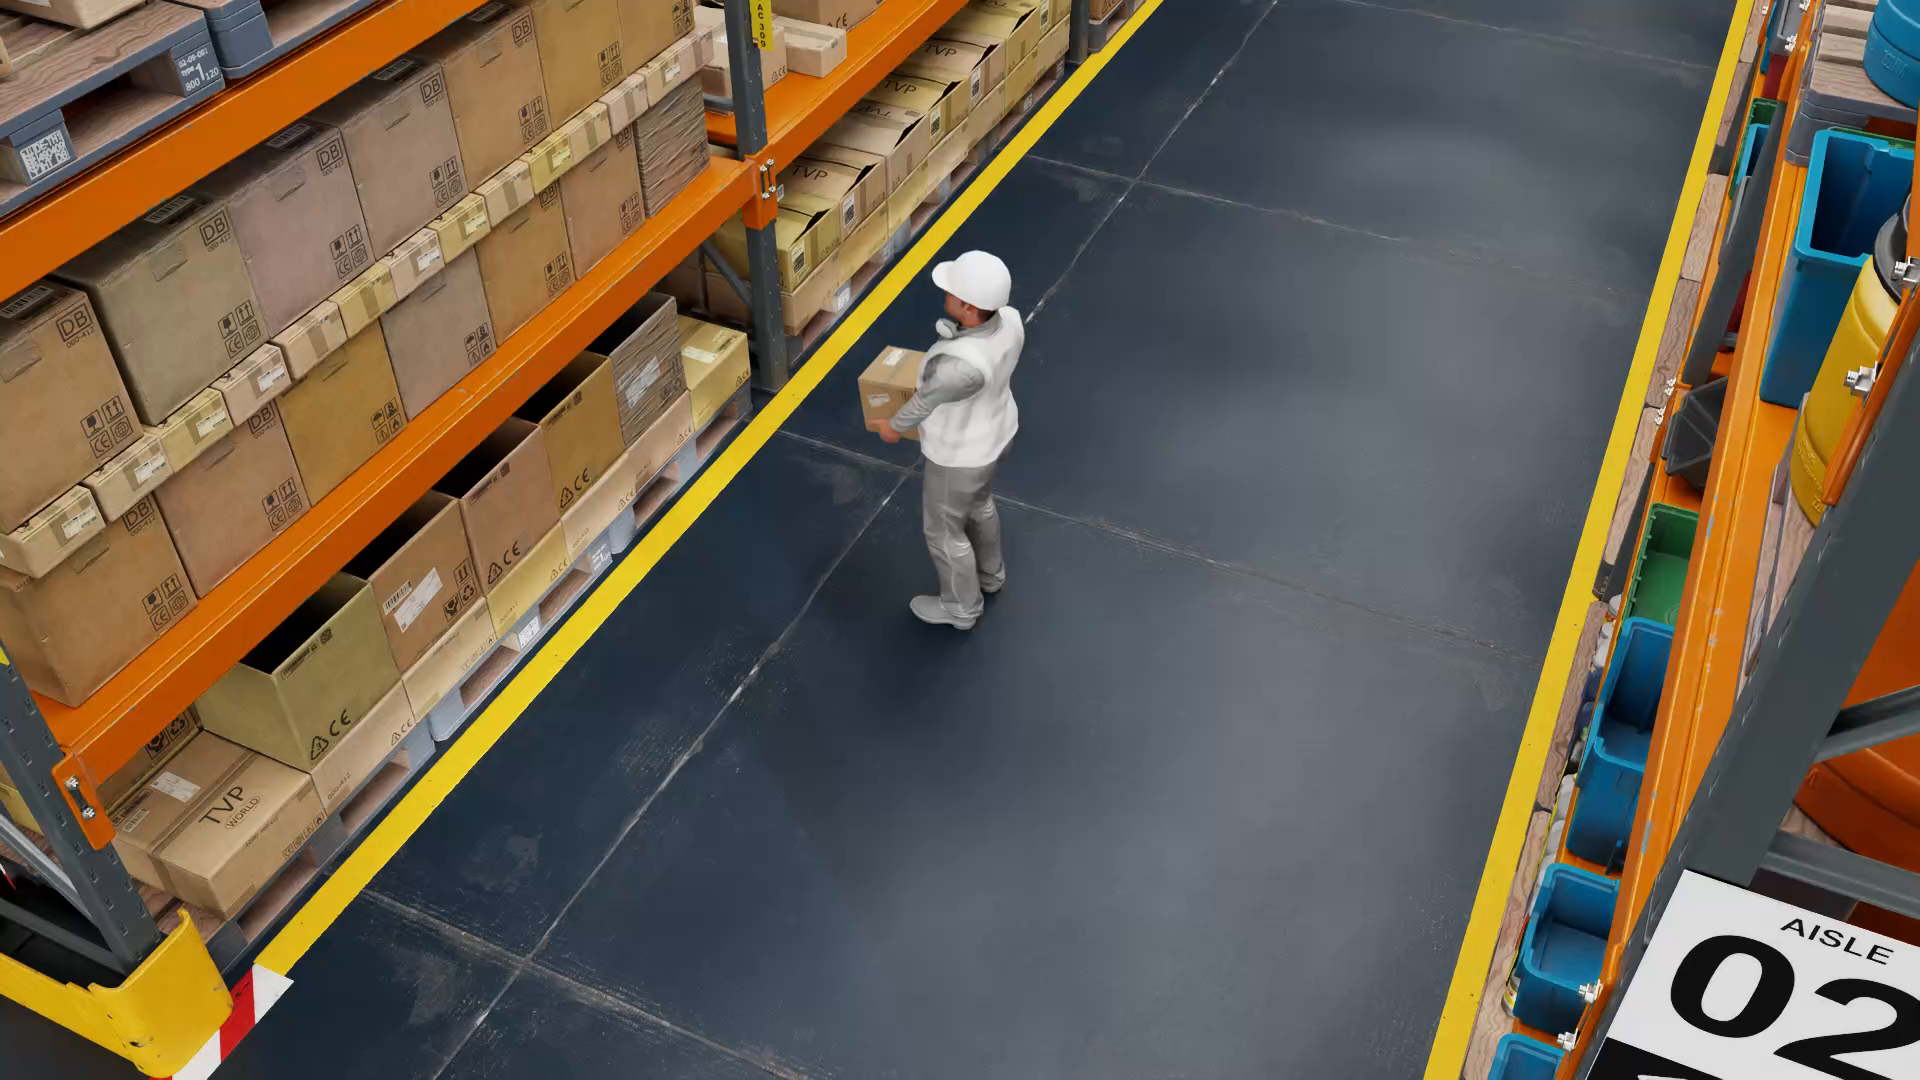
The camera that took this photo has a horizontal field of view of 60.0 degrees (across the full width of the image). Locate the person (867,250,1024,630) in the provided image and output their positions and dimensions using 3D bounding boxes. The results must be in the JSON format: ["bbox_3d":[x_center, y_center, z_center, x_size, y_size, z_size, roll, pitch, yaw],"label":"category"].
[{"bbox_3d":[-0.068,-0.416,6.613,0.556,1.764,0.494,18,45,19],"label":"person"}]
